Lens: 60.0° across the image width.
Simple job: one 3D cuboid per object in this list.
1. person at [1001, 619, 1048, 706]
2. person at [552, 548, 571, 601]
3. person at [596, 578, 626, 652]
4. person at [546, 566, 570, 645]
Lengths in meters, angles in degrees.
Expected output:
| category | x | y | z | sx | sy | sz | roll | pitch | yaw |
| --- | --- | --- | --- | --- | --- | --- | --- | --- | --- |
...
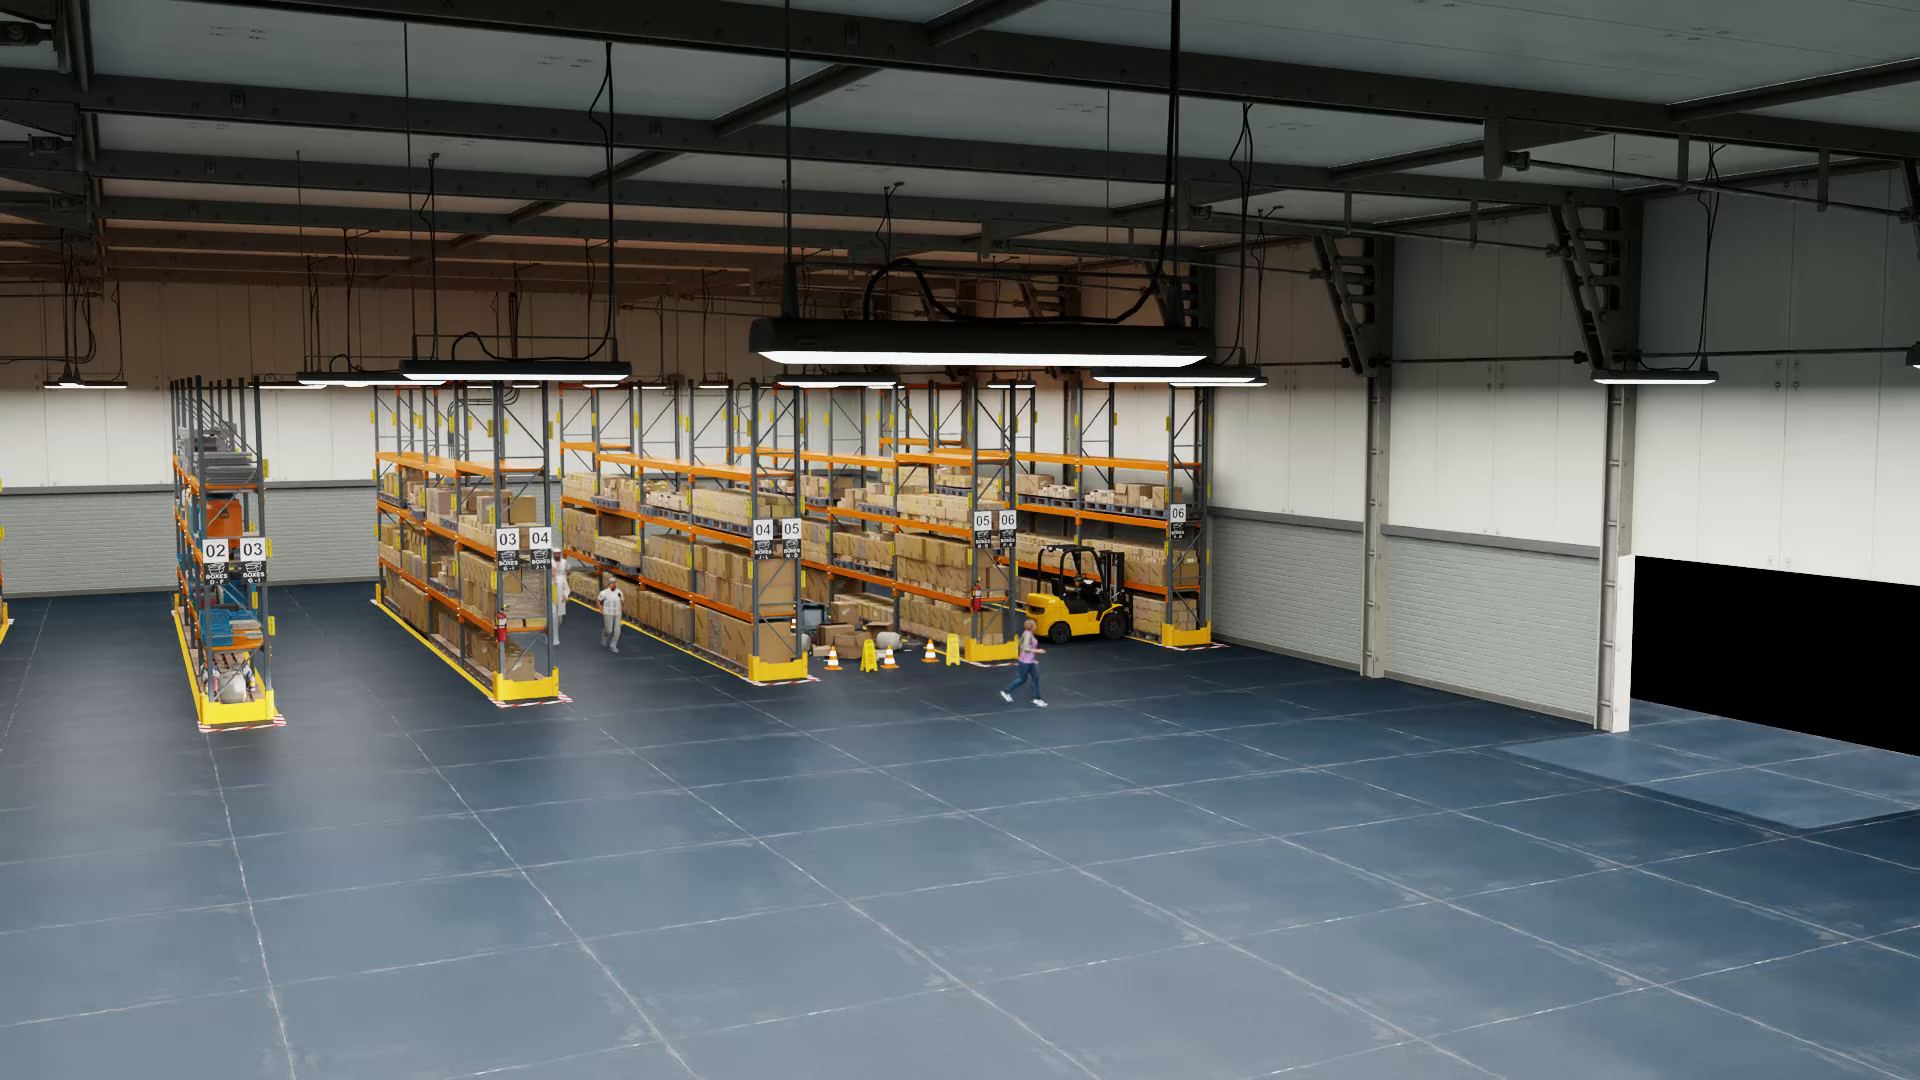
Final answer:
| category | x | y | z | sx | sy | sz | roll | pitch | yaw |
| --- | --- | --- | --- | --- | --- | --- | --- | --- | --- |
| person | 1.173 | 2.233 | 30.302 | 0.855 | 1.605 | 0.516 | 1 | 5 | 11 |
| person | -10.201 | 1.087 | 42.173 | 0.696 | 1.763 | 0.941 | -2 | 5 | -22 |
| person | -7.671 | 1.655 | 36.710 | 0.634 | 1.635 | 0.559 | -3 | 6 | -28 |
| person | -9.243 | 1.471 | 37.880 | 0.700 | 1.776 | 0.863 | -2 | 6 | -24 |
